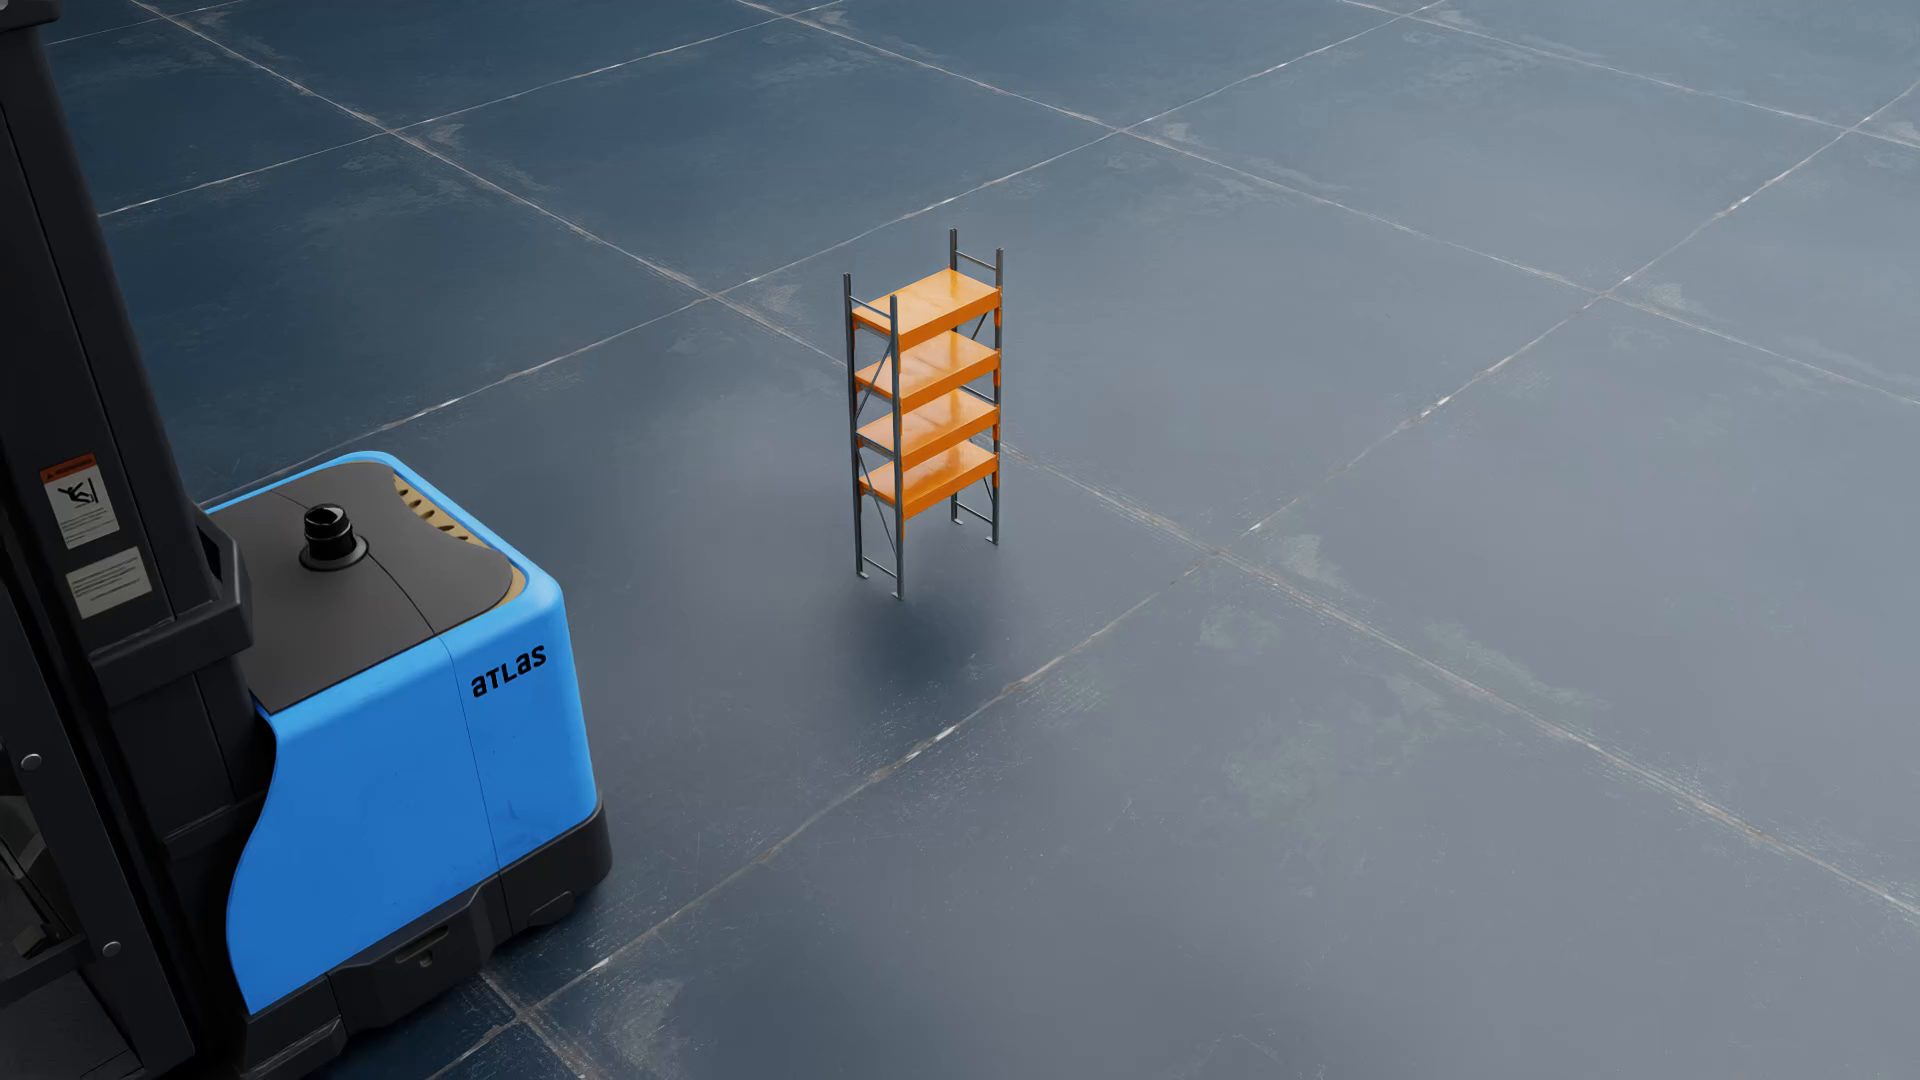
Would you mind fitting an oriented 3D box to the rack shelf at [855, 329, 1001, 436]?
[{"bbox_3d":[-0.117,-0.553,5.721,0.258,0.148,0.480,30,45,35],"label":"rack shelf"}]

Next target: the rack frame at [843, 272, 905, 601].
[{"bbox_3d":[-0.289,-0.326,5.668,0.240,1.200,0.015,30,45,35],"label":"rack frame"}]

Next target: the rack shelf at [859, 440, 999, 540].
[{"bbox_3d":[-0.117,-0.207,5.963,0.258,0.148,0.480,30,45,35],"label":"rack shelf"}]

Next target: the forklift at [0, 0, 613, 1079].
[{"bbox_3d":[-2.407,0.183,3.426,3.031,2.935,1.130,-29,44,-35],"label":"forklift"}]

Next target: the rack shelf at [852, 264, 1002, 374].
[{"bbox_3d":[-0.117,-0.747,5.586,0.258,0.148,0.480,30,45,35],"label":"rack shelf"}]

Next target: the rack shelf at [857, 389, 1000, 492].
[{"bbox_3d":[-0.117,-0.370,5.849,0.258,0.148,0.480,30,45,35],"label":"rack shelf"}]

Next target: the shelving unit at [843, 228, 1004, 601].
[{"bbox_3d":[-0.117,-0.425,5.810,0.258,1.200,0.503,30,45,35],"label":"shelving unit"}]

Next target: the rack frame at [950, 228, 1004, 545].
[{"bbox_3d":[0.055,-0.524,5.952,0.240,1.200,0.015,30,45,35],"label":"rack frame"}]
